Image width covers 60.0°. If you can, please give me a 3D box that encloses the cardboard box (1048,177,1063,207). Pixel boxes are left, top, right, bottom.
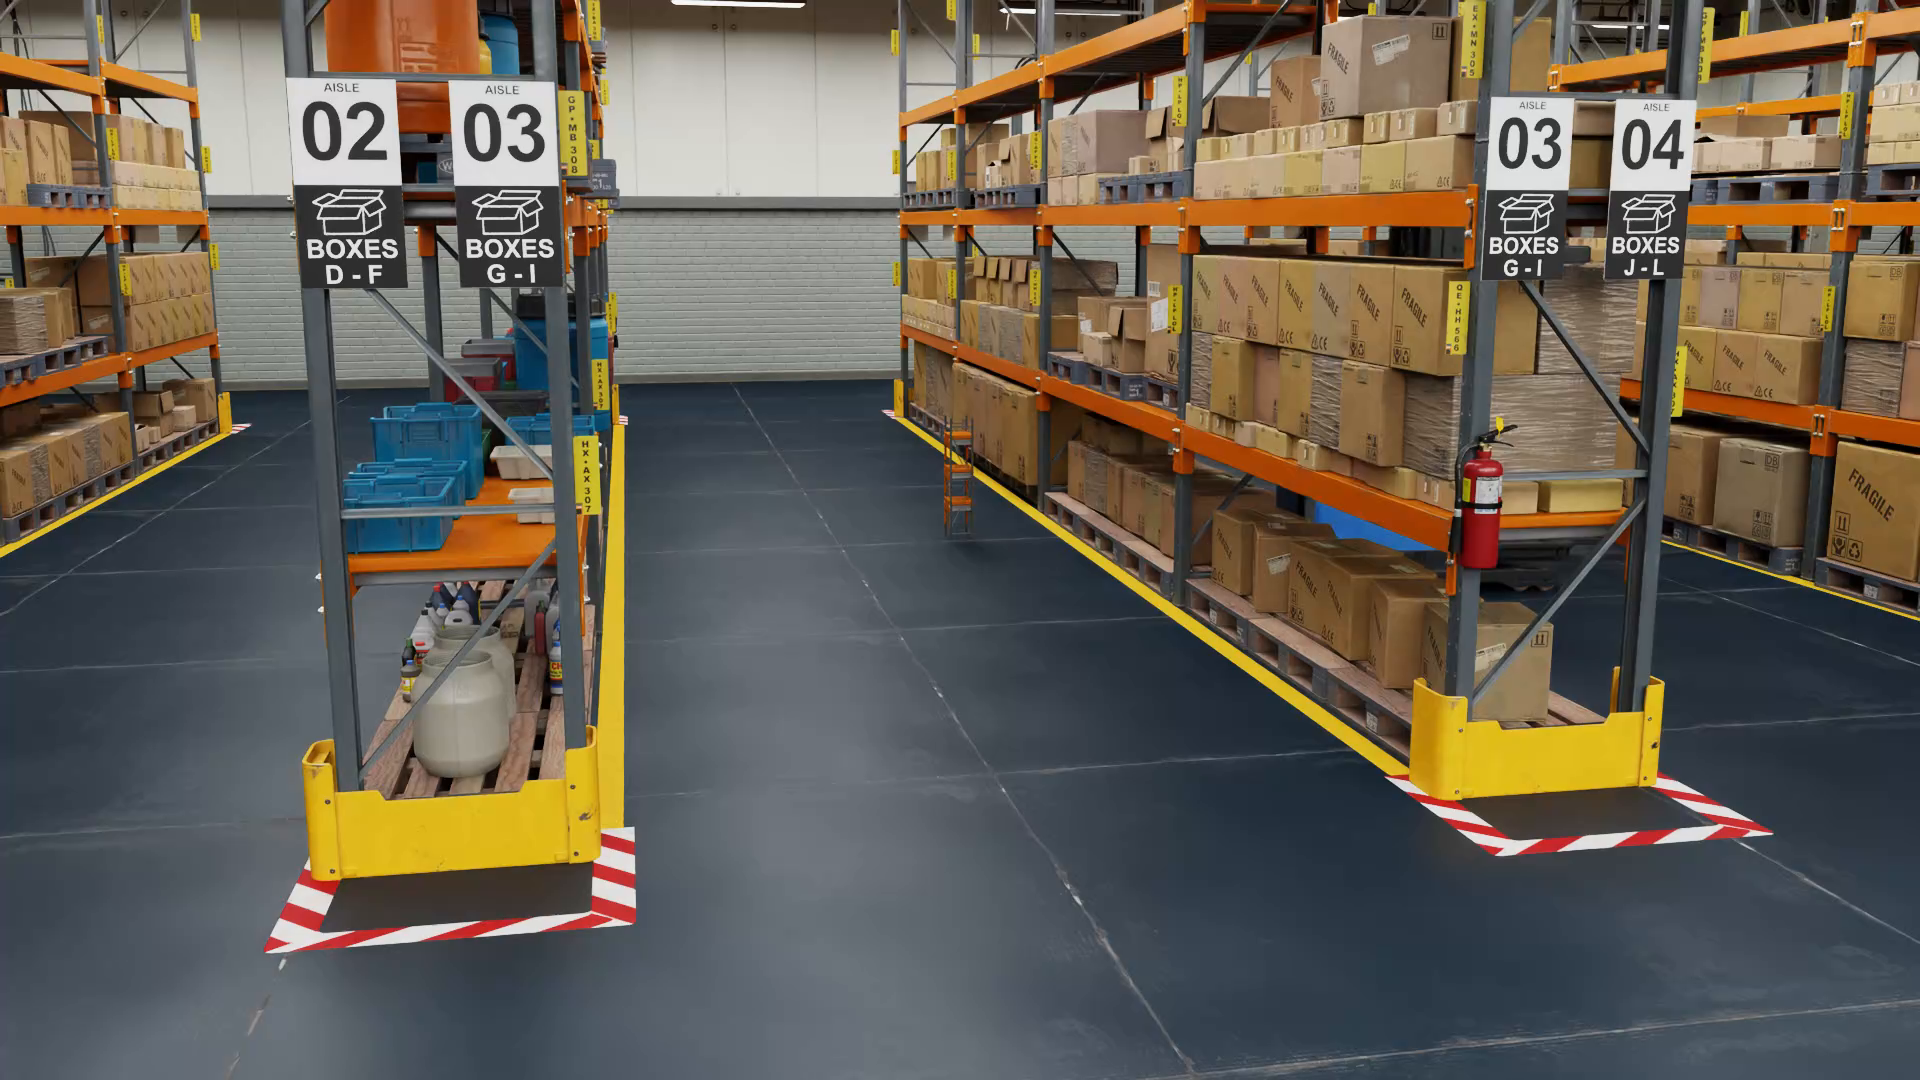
[{"bbox_3d":[1.073,-3.062,14.641,0.500,0.250,0.500,-2,11,-10],"label":"cardboard box"}]

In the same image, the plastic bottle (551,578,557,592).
[{"bbox_3d":[-2.442,0.349,10.250,0.144,0.351,0.185,-2,11,-13],"label":"plastic bottle"}]

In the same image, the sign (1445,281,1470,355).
[{"bbox_3d":[2.238,-0.998,7.476,0.100,0.325,0.005,-2,11,-11],"label":"sign"}]

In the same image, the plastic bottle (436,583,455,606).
[{"bbox_3d":[-3.100,0.404,9.958,0.144,0.351,0.185,-2,11,-9],"label":"plastic bottle"}]

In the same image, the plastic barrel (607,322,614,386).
[{"bbox_3d":[-3.240,-1.570,14.061,0.600,0.536,0.708,-2,11,-11],"label":"plastic barrel"}]

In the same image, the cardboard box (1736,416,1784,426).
[{"bbox_3d":[10.373,-1.904,20.735,0.875,0.875,0.875,-2,11,-9],"label":"cardboard box"}]

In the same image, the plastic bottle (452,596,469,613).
[{"bbox_3d":[-2.953,0.465,9.849,0.097,0.271,0.097,0,11,0],"label":"plastic bottle"}]

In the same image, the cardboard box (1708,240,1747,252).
[{"bbox_3d":[9.801,-3.756,21.230,0.380,0.149,0.250,-2,11,-12],"label":"cardboard box"}]

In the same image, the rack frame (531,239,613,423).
[{"bbox_3d":[-5.184,-3.045,22.172,1.000,3.000,0.127,-2,11,-11],"label":"rack frame"}]

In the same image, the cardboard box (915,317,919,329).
[{"bbox_3d":[-0.378,-2.836,21.747,0.380,0.149,0.250,-2,11,-12],"label":"cardboard box"}]

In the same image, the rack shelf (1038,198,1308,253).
[{"bbox_3d":[1.620,-2.511,13.269,1.077,0.370,4.000,-2,11,-11],"label":"rack shelf"}]

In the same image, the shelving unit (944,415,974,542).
[{"bbox_3d":[-0.010,-0.526,14.150,0.215,1.050,0.252,-2,11,-11],"label":"shelving unit"}]

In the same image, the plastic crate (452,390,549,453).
[{"bbox_3d":[-2.873,-0.713,10.086,0.767,0.338,0.504,-2,11,-11],"label":"plastic crate"}]

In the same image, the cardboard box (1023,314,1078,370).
[{"bbox_3d":[0.892,-1.888,15.828,0.500,0.500,0.500,-2,11,-9],"label":"cardboard box"}]

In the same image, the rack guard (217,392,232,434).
[{"bbox_3d":[-10.028,-1.624,21.390,1.175,0.500,0.348,-2,11,-11],"label":"rack guard"}]

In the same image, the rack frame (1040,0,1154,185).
[{"bbox_3d":[1.231,-4.705,14.849,1.000,3.000,0.127,-2,11,-11],"label":"rack frame"}]

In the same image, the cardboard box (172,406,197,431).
[{"bbox_3d":[-9.540,-1.465,20.047,0.500,0.250,0.500,-2,11,-11],"label":"cardboard box"}]

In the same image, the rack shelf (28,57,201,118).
[{"bbox_3d":[-9.654,-5.091,18.809,1.077,0.370,4.000,-2,11,-11],"label":"rack shelf"}]

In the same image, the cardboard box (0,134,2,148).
[{"bbox_3d":[-8.764,-3.679,14.541,0.500,0.500,0.500,-2,11,-11],"label":"cardboard box"}]

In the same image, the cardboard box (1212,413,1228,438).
[{"bbox_3d":[1.867,-0.759,10.835,0.380,0.149,0.250,-2,11,-11],"label":"cardboard box"}]

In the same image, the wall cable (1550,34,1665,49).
[{"bbox_3d":[11.491,-7.705,30.512,2.988,3.039,0.133,-2,11,-11],"label":"wall cable"}]

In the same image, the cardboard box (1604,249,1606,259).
[{"bbox_3d":[9.425,-3.839,23.401,0.500,0.500,0.500,-2,11,-11],"label":"cardboard box"}]

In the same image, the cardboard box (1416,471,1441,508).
[{"bbox_3d":[2.481,-0.258,8.200,0.380,0.149,0.250,-2,11,-11],"label":"cardboard box"}]

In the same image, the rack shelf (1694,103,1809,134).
[{"bbox_3d":[9.785,-5.616,22.628,1.077,0.370,4.000,-2,11,-11],"label":"rack shelf"}]

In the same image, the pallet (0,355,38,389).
[{"bbox_3d":[-8.688,-1.426,14.178,1.213,0.211,1.003,-2,11,-11],"label":"pallet"}]

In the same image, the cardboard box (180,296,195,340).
[{"bbox_3d":[-9.493,-2.656,19.859,0.500,0.500,0.500,-2,11,-11],"label":"cardboard box"}]

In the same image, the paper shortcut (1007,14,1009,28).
[{"bbox_3d":[0.459,-4.996,16.008,0.009,0.170,0.078,9,-22,-13],"label":"paper shortcut"}]

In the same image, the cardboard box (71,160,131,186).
[{"bbox_3d":[-9.116,-3.876,17.578,0.500,0.250,0.500,-2,11,-11],"label":"cardboard box"}]

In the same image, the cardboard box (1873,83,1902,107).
[{"bbox_3d":[6.631,-3.104,11.610,0.380,0.149,0.250,-2,11,-10],"label":"cardboard box"}]

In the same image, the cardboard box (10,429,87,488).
[{"bbox_3d":[-8.602,-0.764,15.696,0.500,0.500,0.500,-3,11,-13],"label":"cardboard box"}]

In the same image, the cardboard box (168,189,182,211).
[{"bbox_3d":[-9.488,-3.997,19.555,0.500,0.250,0.500,-2,11,-11],"label":"cardboard box"}]

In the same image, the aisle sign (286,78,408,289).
[{"bbox_3d":[-2.349,-1.363,6.385,0.394,0.787,0.004,-2,11,-11],"label":"aisle sign"}]

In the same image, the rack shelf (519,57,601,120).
[{"bbox_3d":[-4.017,-4.342,15.934,1.077,0.370,4.000,-2,11,-11],"label":"rack shelf"}]

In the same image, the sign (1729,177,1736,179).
[{"bbox_3d":[9.629,-4.598,20.714,0.100,0.325,0.005,-2,11,-11],"label":"sign"}]

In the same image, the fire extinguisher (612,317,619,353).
[{"bbox_3d":[-4.767,-2.868,22.446,0.296,0.674,0.183,-2,11,-11],"label":"fire extinguisher"}]

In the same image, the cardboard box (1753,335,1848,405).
[{"bbox_3d":[6.530,-1.321,12.848,0.500,0.500,0.500,-2,11,-11],"label":"cardboard box"}]

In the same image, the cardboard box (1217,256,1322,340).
[{"bbox_3d":[1.946,-1.527,10.461,0.500,0.500,0.500,-2,11,-11],"label":"cardboard box"}]

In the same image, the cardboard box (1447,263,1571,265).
[{"bbox_3d":[2.857,-1.180,8.635,0.500,0.500,0.500,-2,11,-11],"label":"cardboard box"}]

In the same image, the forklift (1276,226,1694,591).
[{"bbox_3d":[3.989,-1.165,12.477,3.031,2.935,1.130,-1,11,-5],"label":"forklift"}]

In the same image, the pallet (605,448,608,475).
[{"bbox_3d":[-4.296,-0.798,17.827,1.003,0.211,1.213,-2,11,-11],"label":"pallet"}]

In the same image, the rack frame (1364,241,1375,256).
[{"bbox_3d":[5.338,-2.653,20.114,1.000,3.000,0.127,-2,11,-11],"label":"rack frame"}]

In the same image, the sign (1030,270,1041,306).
[{"bbox_3d":[0.687,-2.306,15.192,0.100,0.325,0.005,-2,11,-11],"label":"sign"}]

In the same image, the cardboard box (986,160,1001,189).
[{"bbox_3d":[0.578,-3.923,17.878,0.500,0.311,0.500,-3,11,-13],"label":"cardboard box"}]

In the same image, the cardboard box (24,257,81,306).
[{"bbox_3d":[-9.617,-2.755,17.710,0.500,0.500,0.500,-2,11,-11],"label":"cardboard box"}]

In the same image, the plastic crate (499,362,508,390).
[{"bbox_3d":[-3.369,-1.027,11.614,0.392,0.384,0.575,-2,11,-11],"label":"plastic crate"}]

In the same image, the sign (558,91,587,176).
[{"bbox_3d":[-1.531,-1.608,6.574,0.100,0.325,0.005,-2,11,-11],"label":"sign"}]

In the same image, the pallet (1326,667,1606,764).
[{"bbox_3d":[2.649,0.915,8.824,1.003,0.211,1.213,-2,11,-11],"label":"pallet"}]

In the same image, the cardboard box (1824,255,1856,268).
[{"bbox_3d":[10.305,-3.022,19.110,0.500,0.500,0.500,-2,11,-12],"label":"cardboard box"}]

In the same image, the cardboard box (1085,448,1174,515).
[{"bbox_3d":[1.501,-0.523,14.428,0.700,0.500,0.500,-3,11,-16],"label":"cardboard box"}]

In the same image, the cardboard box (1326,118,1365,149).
[{"bbox_3d":[2.181,-2.165,8.860,0.380,0.149,0.250,-3,11,-14],"label":"cardboard box"}]

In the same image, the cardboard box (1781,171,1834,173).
[{"bbox_3d":[6.876,-3.058,13.500,0.380,0.149,0.250,-2,11,-11],"label":"cardboard box"}]

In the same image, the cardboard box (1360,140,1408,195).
[{"bbox_3d":[2.344,-1.861,8.331,0.500,0.250,0.500,-2,11,-11],"label":"cardboard box"}]

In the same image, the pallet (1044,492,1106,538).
[{"bbox_3d":[1.381,-0.245,14.917,1.003,0.211,1.213,-2,11,-11],"label":"pallet"}]

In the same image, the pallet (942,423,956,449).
[{"bbox_3d":[0.382,-1.264,20.272,1.003,0.211,1.213,-2,11,-11],"label":"pallet"}]

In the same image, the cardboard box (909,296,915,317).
[{"bbox_3d":[-0.389,-3.105,22.091,0.500,0.250,0.500,-2,11,-12],"label":"cardboard box"}]

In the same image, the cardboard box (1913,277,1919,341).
[{"bbox_3d":[7.153,-1.625,11.420,0.875,0.550,0.550,-2,11,-11],"label":"cardboard box"}]
